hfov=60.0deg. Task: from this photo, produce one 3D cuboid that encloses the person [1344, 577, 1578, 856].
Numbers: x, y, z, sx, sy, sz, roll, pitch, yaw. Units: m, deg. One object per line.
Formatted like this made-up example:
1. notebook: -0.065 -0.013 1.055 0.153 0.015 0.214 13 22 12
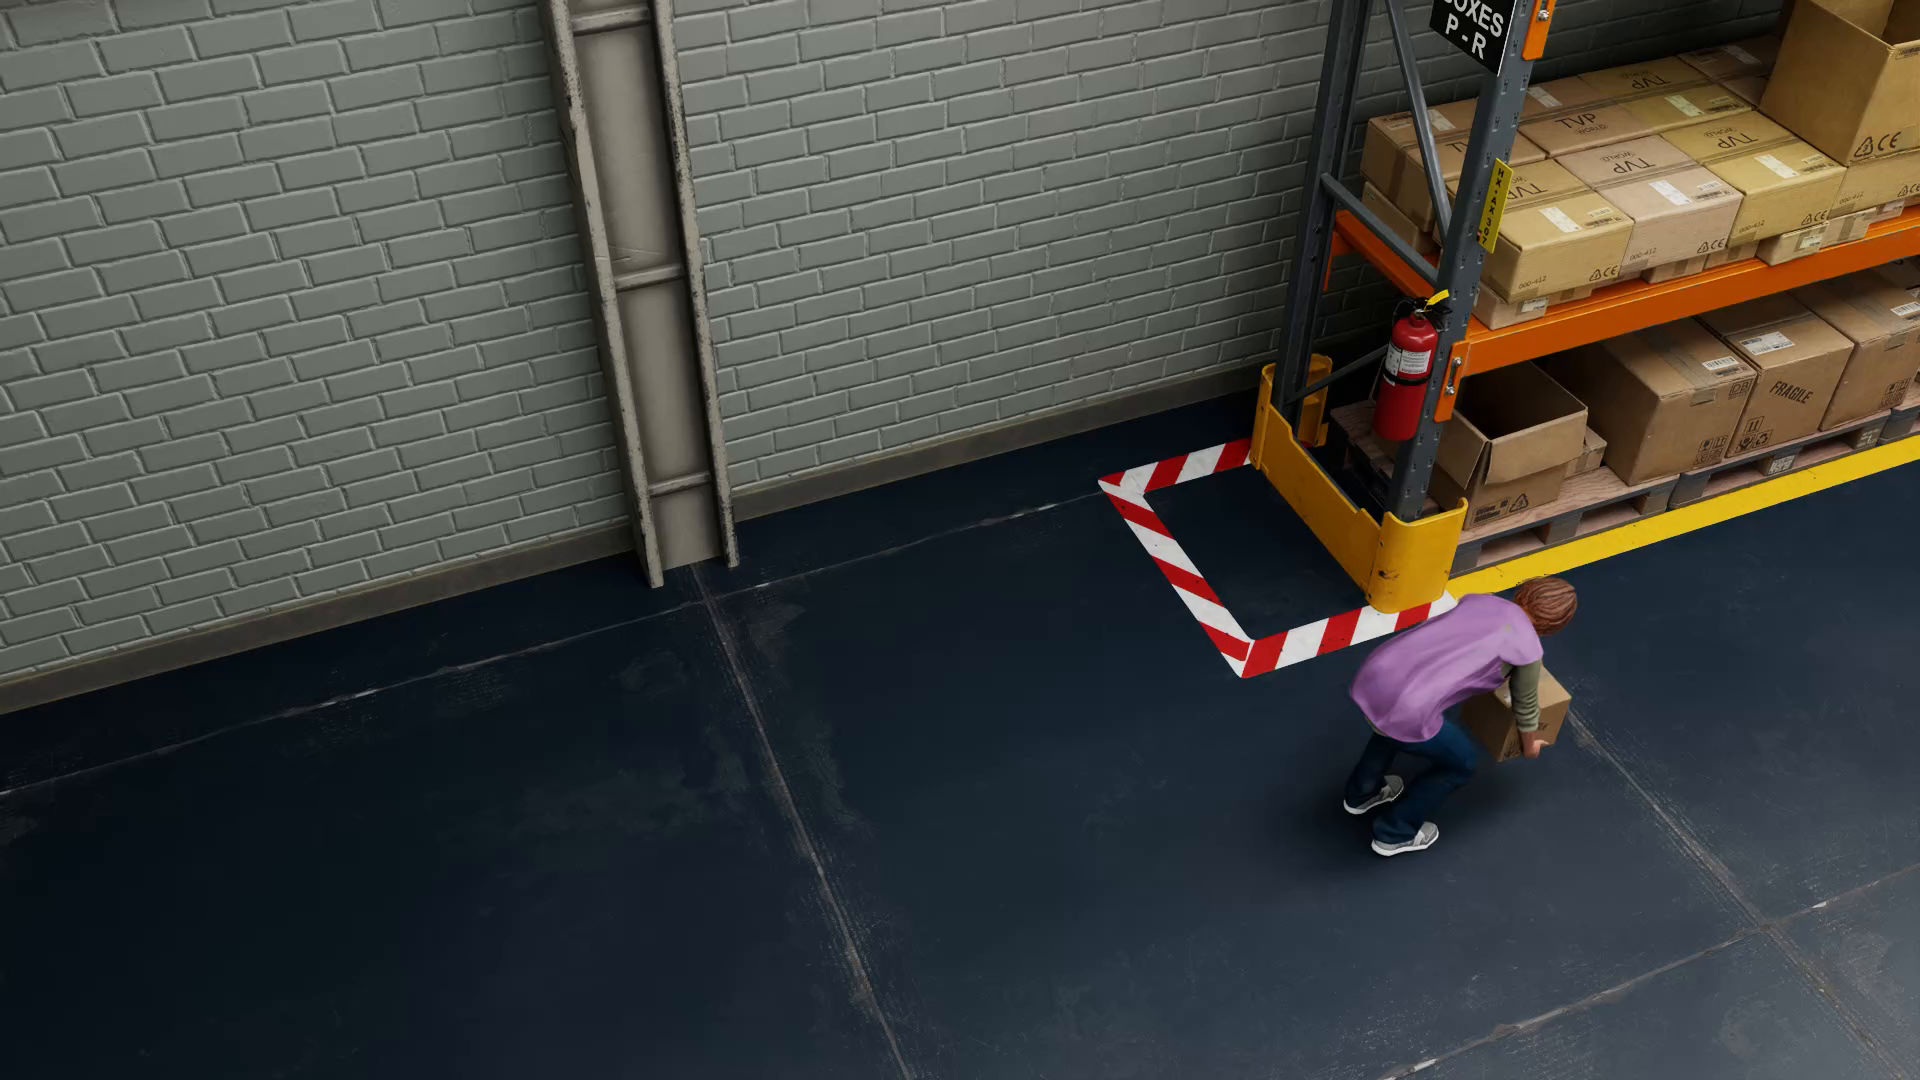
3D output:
1. person: 1.751 0.623 5.914 0.844 1.020 0.416 -18 45 -18
